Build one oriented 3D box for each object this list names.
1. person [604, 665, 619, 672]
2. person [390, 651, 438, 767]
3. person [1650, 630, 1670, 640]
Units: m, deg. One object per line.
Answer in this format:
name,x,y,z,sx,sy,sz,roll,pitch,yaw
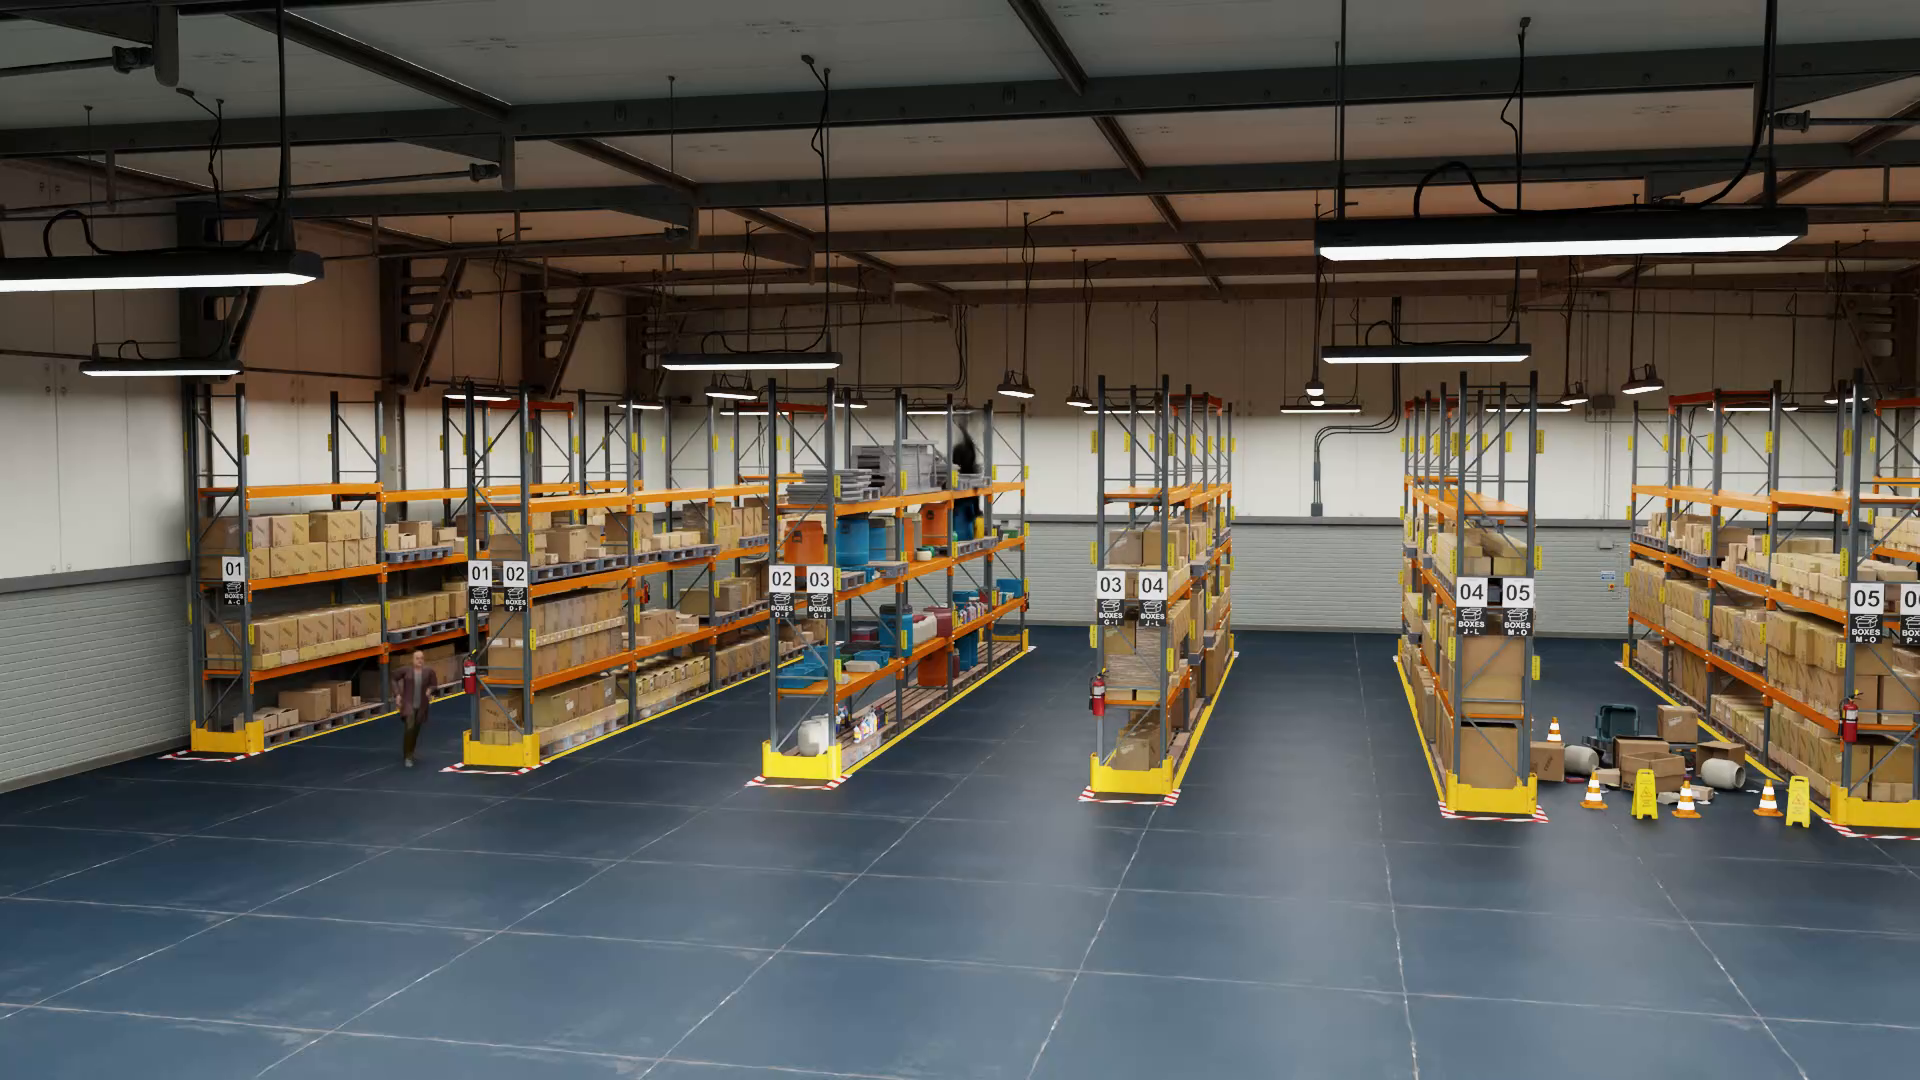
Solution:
person,-7.089,2.267,33.952,0.587,1.673,0.789,0,3,7
person,-8.577,2.657,26.184,0.690,1.832,0.902,-2,4,-31
person,16.246,1.903,38.551,0.763,1.774,0.860,-3,4,-38
